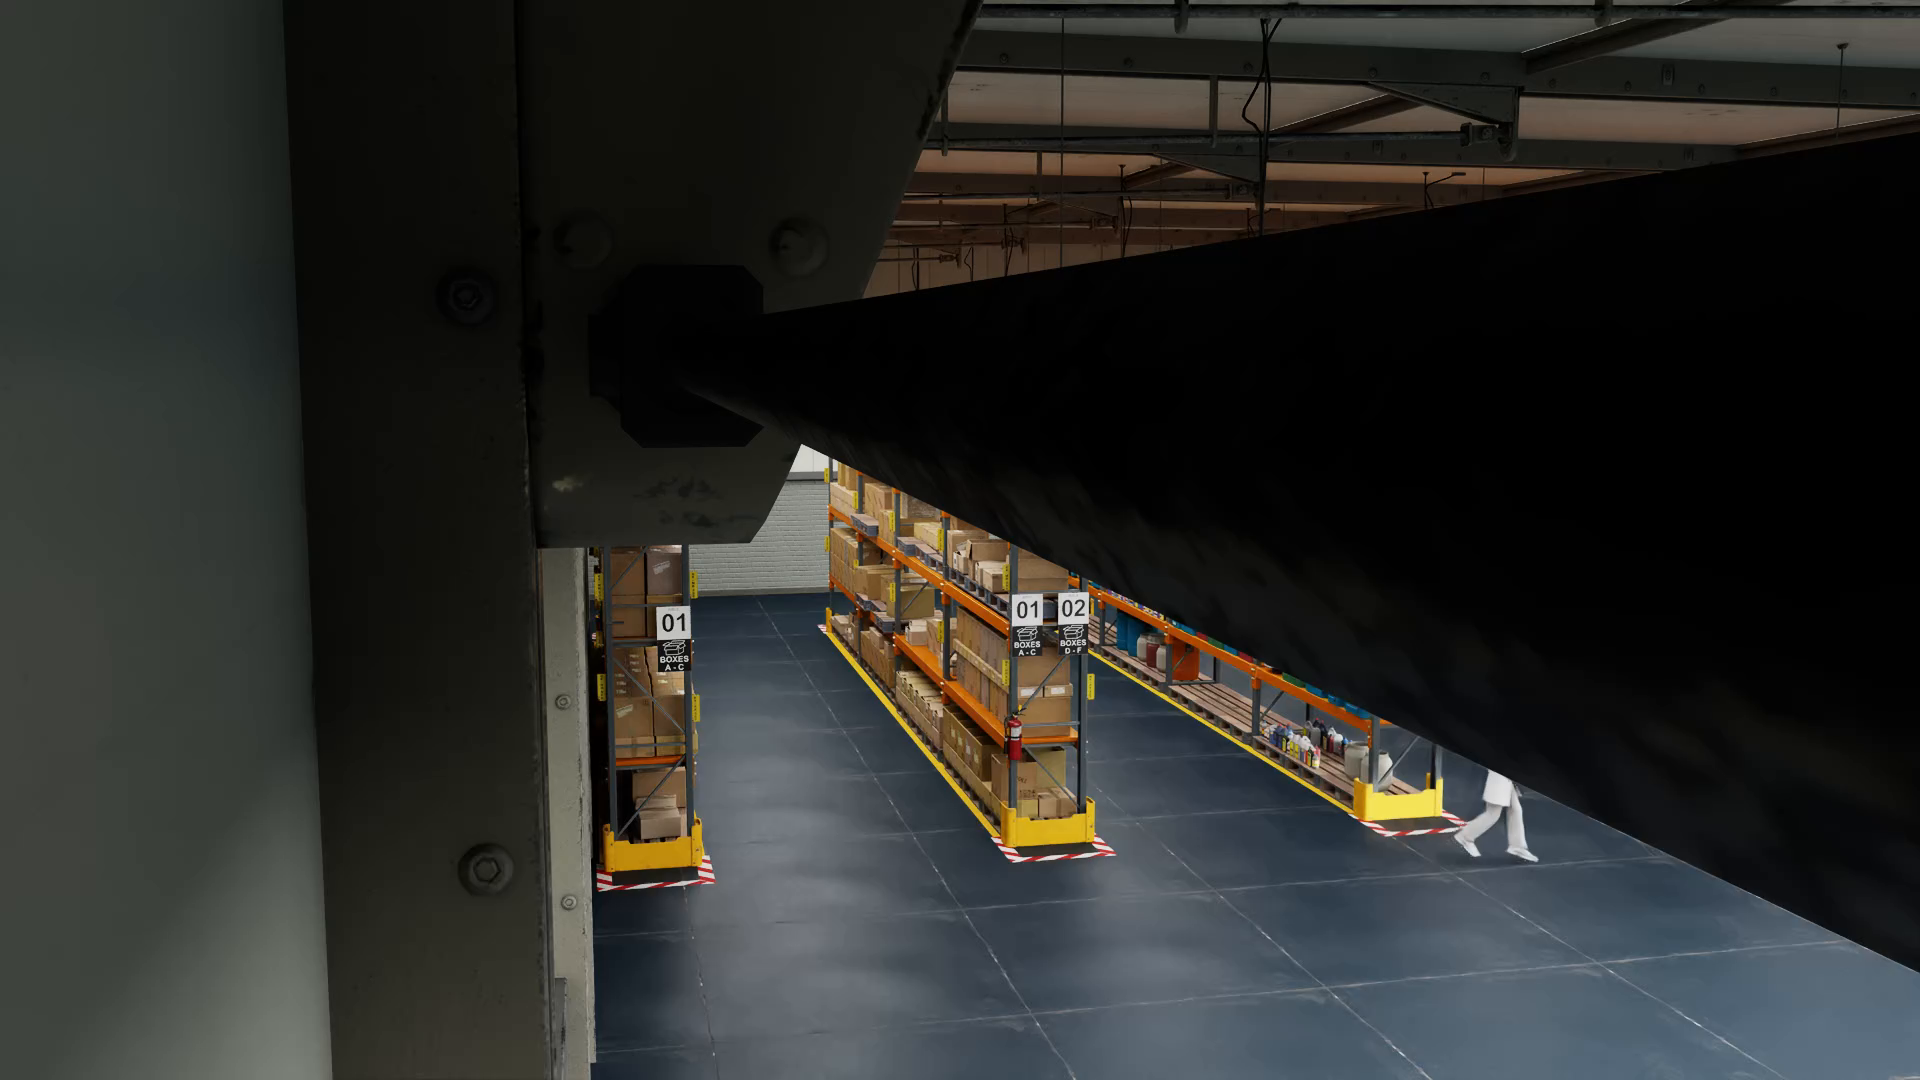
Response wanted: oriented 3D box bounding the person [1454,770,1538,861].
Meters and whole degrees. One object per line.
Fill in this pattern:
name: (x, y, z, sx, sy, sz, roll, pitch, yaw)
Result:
person: (6.636, 3.018, 20.481, 0.992, 1.789, 0.740, 2, 7, 19)
